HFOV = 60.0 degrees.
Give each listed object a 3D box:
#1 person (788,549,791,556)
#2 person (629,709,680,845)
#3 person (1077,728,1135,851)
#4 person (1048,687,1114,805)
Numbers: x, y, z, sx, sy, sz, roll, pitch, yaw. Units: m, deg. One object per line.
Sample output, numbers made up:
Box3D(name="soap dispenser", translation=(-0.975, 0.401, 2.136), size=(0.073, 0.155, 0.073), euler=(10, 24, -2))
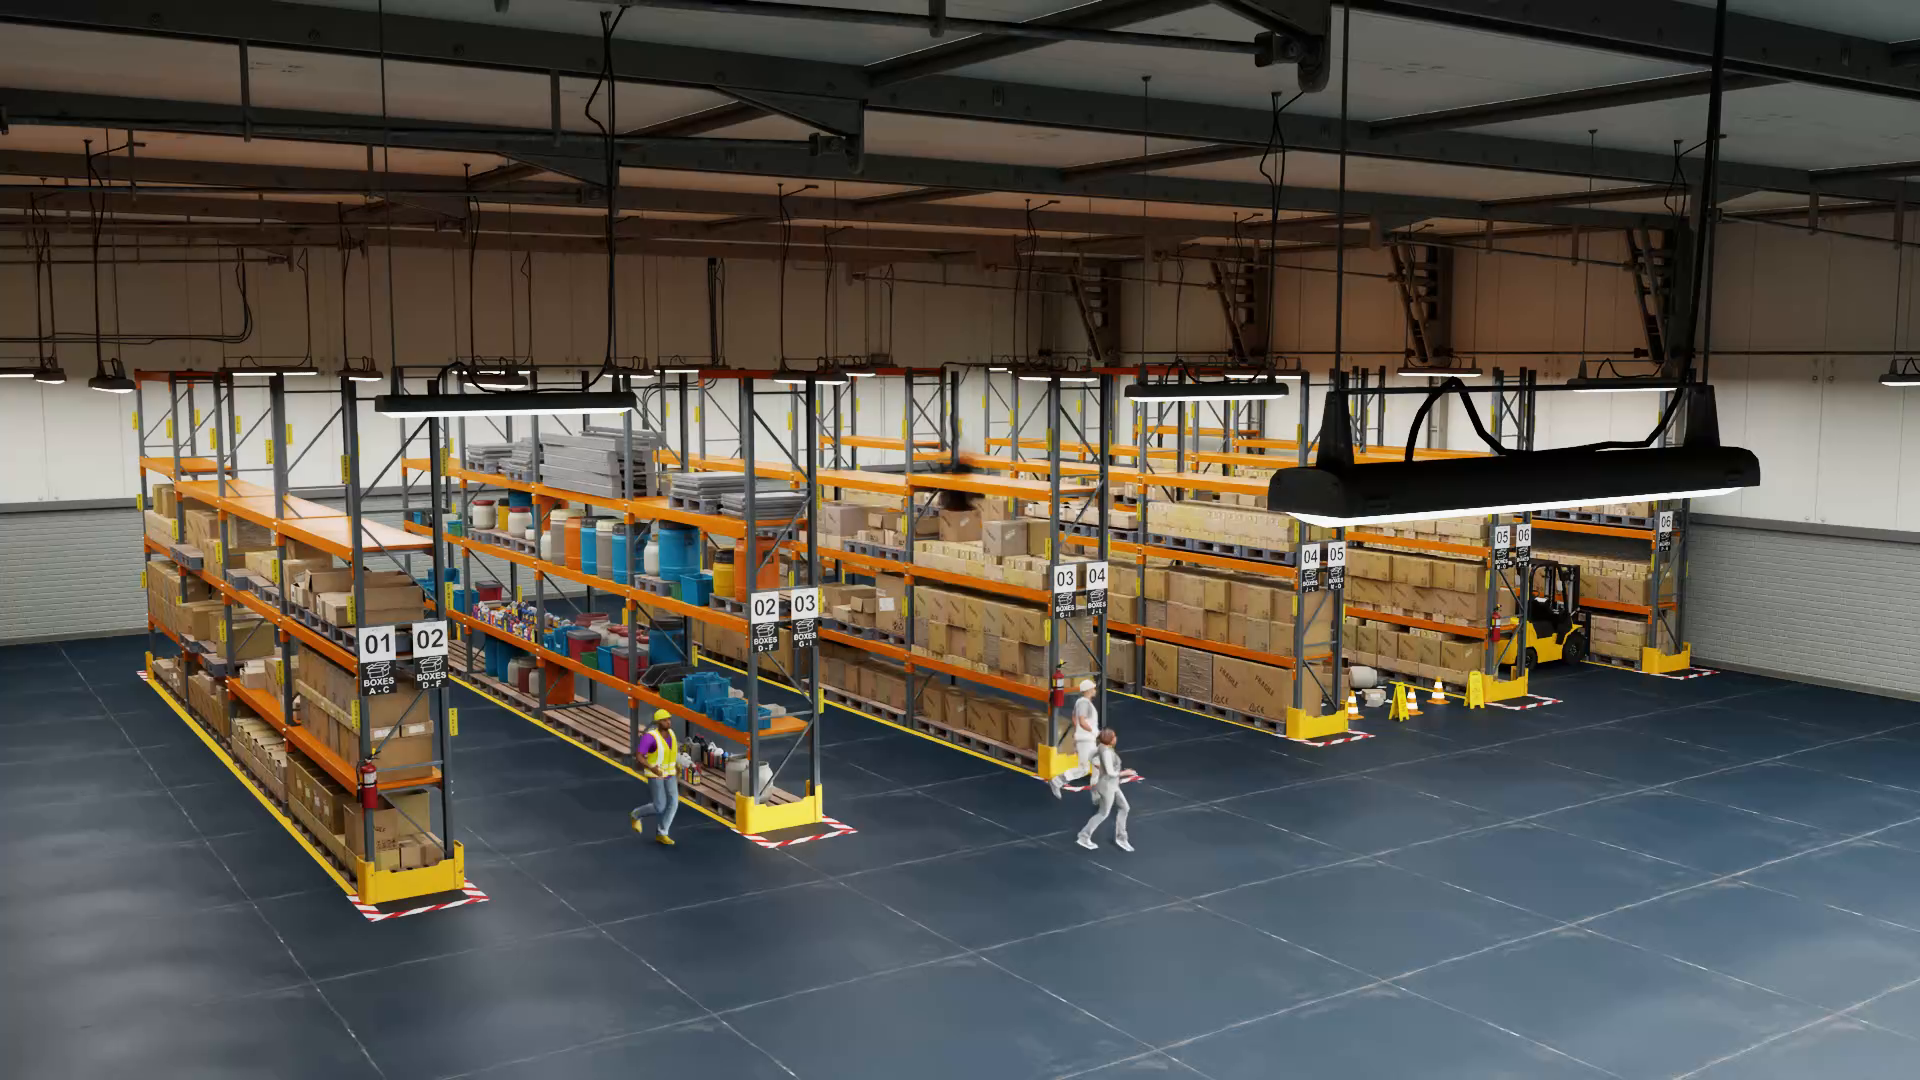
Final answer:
Box3D(name="person", translation=(-4.240, 0.873, 41.320), size=(0.653, 1.641, 0.712), euler=(6, 9, 42))
Box3D(name="person", translation=(-3.918, 3.048, 21.614), size=(0.688, 1.730, 0.723), euler=(5, 8, 36))
Box3D(name="person", translation=(1.850, 3.175, 21.077), size=(0.732, 1.625, 0.532), euler=(0, 6, 3))
Box3D(name="person", translation=(1.716, 2.862, 23.509), size=(0.914, 1.675, 0.683), euler=(0, 6, 4))
